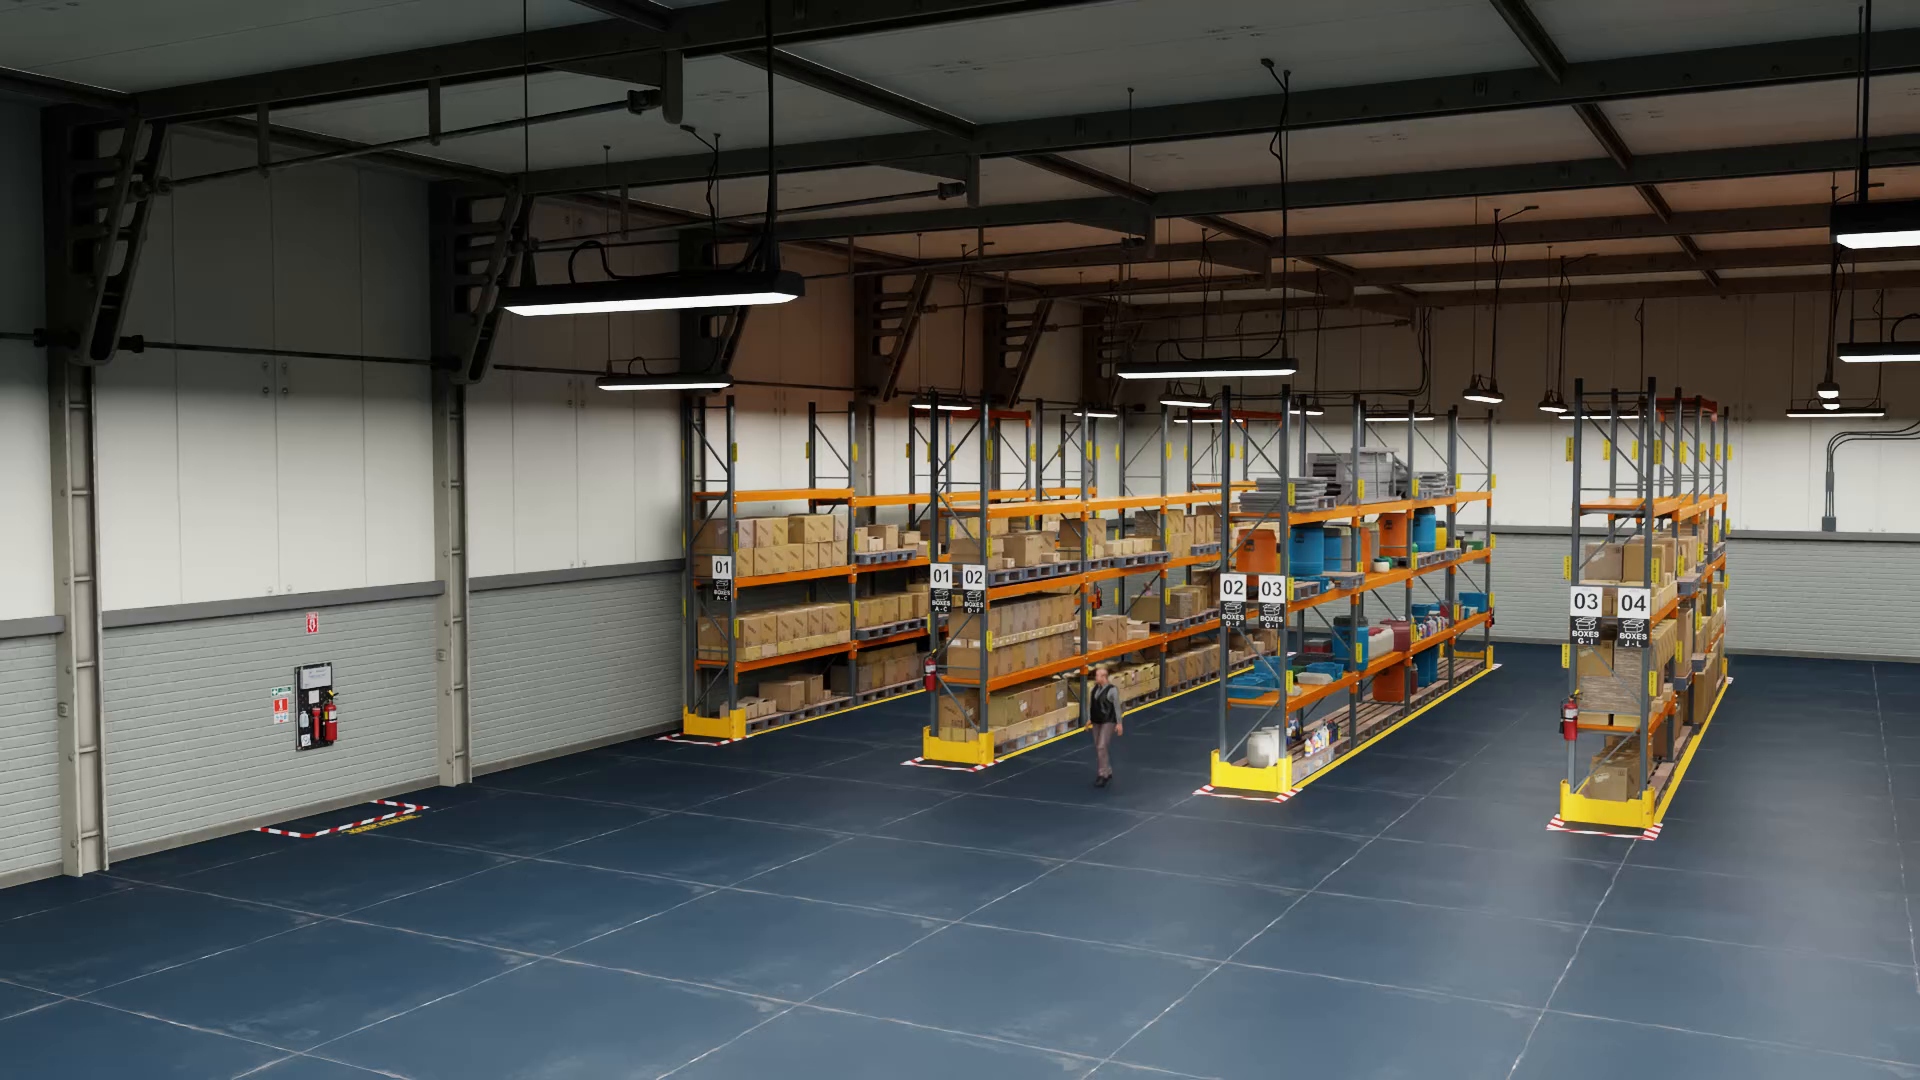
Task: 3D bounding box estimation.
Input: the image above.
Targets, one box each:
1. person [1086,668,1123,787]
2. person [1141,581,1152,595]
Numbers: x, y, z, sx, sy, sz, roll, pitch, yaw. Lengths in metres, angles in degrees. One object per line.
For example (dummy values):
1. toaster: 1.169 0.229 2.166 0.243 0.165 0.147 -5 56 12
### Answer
1. person: 2.114 2.863 25.221 0.663 1.625 0.638 -2 4 -36
2. person: 4.946 1.891 43.955 0.478 1.623 0.355 -3 4 -43
